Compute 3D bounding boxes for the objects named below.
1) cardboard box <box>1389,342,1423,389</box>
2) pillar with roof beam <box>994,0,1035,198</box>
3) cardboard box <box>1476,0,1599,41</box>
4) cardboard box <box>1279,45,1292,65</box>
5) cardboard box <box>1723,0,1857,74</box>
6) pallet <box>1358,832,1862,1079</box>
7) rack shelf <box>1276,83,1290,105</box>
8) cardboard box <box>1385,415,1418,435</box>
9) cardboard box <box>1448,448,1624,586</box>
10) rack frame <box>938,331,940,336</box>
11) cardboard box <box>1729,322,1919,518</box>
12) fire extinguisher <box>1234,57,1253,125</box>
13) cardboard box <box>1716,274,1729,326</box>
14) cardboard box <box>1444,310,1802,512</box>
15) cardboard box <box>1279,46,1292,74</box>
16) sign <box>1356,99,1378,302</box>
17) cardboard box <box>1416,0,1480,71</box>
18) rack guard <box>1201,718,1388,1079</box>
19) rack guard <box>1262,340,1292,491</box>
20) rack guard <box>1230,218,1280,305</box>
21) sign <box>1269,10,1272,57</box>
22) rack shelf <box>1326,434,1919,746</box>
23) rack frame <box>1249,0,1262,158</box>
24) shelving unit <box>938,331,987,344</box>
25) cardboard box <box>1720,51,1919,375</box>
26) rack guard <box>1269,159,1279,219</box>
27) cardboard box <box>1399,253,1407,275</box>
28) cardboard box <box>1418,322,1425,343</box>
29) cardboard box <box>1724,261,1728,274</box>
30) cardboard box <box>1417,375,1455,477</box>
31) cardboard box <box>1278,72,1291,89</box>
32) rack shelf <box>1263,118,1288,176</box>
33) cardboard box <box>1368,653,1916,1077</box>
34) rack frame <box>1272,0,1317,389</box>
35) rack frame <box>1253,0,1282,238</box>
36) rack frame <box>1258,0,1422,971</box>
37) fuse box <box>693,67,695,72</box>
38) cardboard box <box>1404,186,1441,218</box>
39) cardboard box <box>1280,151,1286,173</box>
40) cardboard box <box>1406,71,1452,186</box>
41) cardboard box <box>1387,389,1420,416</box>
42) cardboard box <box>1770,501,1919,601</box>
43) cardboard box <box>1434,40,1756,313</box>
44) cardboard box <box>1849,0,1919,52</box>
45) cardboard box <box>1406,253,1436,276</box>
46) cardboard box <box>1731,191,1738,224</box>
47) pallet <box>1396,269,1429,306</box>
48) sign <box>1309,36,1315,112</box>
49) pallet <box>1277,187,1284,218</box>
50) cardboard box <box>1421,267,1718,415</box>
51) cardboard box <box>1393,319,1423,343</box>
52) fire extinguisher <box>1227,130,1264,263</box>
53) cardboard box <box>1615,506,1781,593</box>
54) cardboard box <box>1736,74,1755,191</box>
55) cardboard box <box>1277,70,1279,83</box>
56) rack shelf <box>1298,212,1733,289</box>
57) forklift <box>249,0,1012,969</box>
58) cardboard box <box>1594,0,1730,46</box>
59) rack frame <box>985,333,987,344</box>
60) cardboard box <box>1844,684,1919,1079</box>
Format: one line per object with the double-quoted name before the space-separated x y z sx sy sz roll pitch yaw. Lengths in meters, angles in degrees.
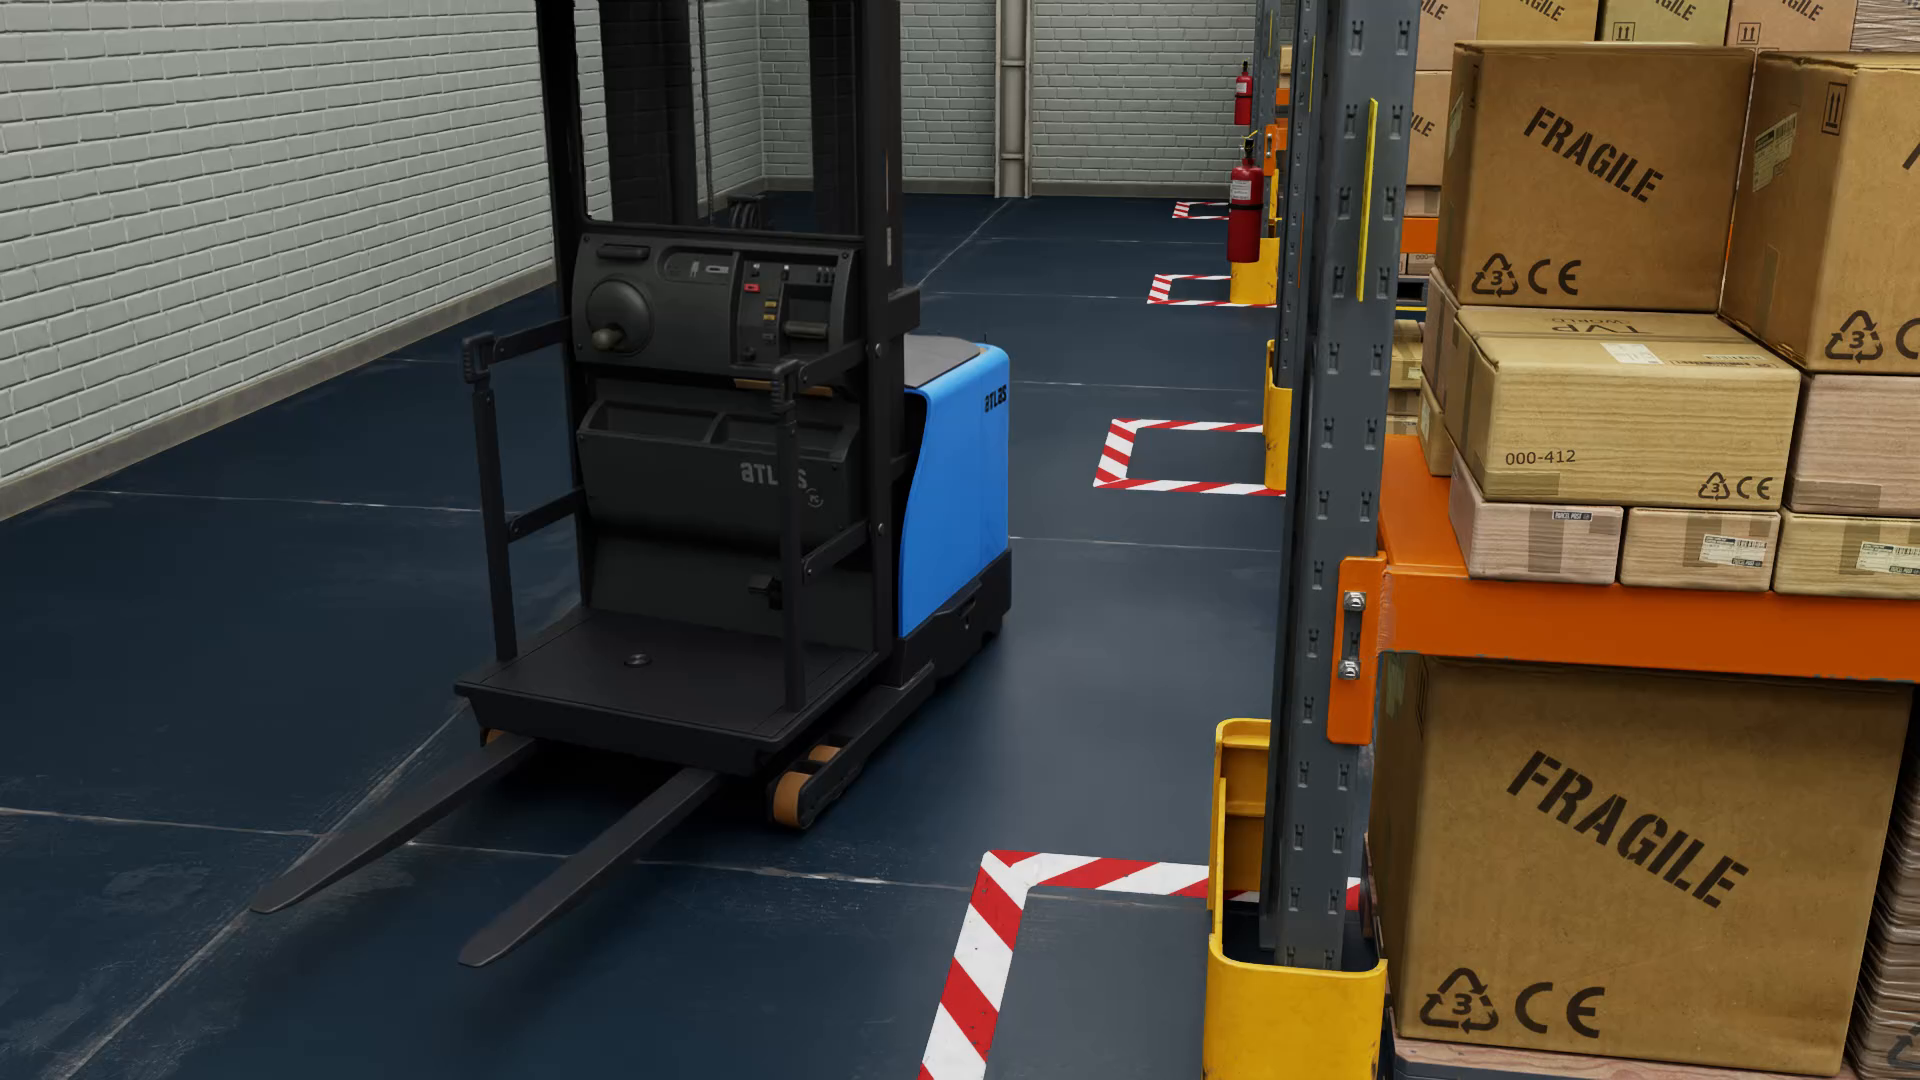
"cardboard box" 2.124 -0.839 7.976 0.250 0.149 0.380 2 19 6
"pillar with roof beam" -0.072 -6.868 13.646 0.400 9.000 9.100 3 19 9
"cardboard box" 2.561 -2.376 7.473 0.500 0.500 0.500 3 19 10
"cardboard box" 3.626 -5.083 17.535 0.500 0.250 0.500 3 19 10
"cardboard box" 3.575 -2.318 7.301 0.500 0.500 0.500 2 19 7
"pallet" 1.576 1.045 3.848 1.213 0.211 1.003 3 19 9
"rack shelf" 5.104 -4.511 17.193 4.000 0.370 1.077 3 19 9
"cardboard box" 2.127 -0.563 8.088 0.250 0.149 0.380 3 19 10
"cardboard box" 1.072 -0.053 3.130 0.250 0.149 0.380 3 19 9
"rack frame" -0.108 -0.432 7.177 0.006 0.900 0.240 3 19 9
"cardboard box" 1.719 -0.230 3.032 0.500 0.250 0.500 3 19 8
"fire extinguisher" 2.911 -4.602 17.040 0.183 0.674 0.296 3 19 9
"cardboard box" 1.795 -0.396 3.528 0.500 0.250 0.500 3 19 8
"cardboard box" 1.205 -0.254 3.104 0.500 0.250 0.500 2 19 7
"cardboard box" 3.535 -4.916 17.035 0.500 0.250 0.500 3 19 9
"sign" 0.680 -0.568 2.784 0.005 0.325 0.100 3 19 9
"cardboard box" 2.062 -2.399 7.543 0.500 0.500 0.500 3 19 8
"rack guard" 0.750 0.891 3.853 0.348 0.500 1.175 3 19 9
"rack guard" 1.736 -0.653 8.466 0.348 0.500 1.175 3 19 9
"rack guard" 2.322 -2.214 13.131 0.348 0.500 1.175 3 19 9
"sign" 2.252 -3.672 12.063 0.005 0.325 0.100 3 19 9
"rack shelf" 2.749 0.149 3.266 4.000 0.370 1.077 3 19 9
"rack frame" 3.130 -4.953 17.379 0.127 3.000 1.000 3 19 9
"shelving unit" -0.008 -0.427 7.162 0.210 0.900 0.258 3 19 9
"cardboard box" 1.699 -0.585 2.910 0.500 0.500 0.500 2 19 7
"rack guard" 3.205 -3.764 17.765 0.348 0.500 1.175 3 19 9
"cardboard box" 3.013 -2.380 13.065 0.875 0.438 0.875 2 19 7
"cardboard box" 2.462 -0.994 8.439 0.250 0.149 0.380 3 19 10
"cardboard box" 5.692 -2.246 12.664 0.875 0.438 0.875 3 19 8
"cardboard box" 1.178 -0.259 3.747 0.250 0.149 0.380 3 19 10
"cardboard box" 3.411 -4.732 17.113 0.250 0.149 0.380 3 19 8
"rack shelf" 4.321 -2.956 12.544 4.000 0.370 1.077 3 19 9
"cardboard box" 1.419 0.522 3.701 0.875 0.875 0.875 3 19 9
"rack frame" 1.661 -1.842 8.081 0.127 3.000 1.000 3 19 9
"rack frame" 2.346 -3.398 12.731 0.127 3.000 1.000 3 19 9
"rack frame" 0.774 -0.293 3.452 0.127 3.000 1.000 3 19 9
"fuse box" -2.748 -3.714 15.707 0.414 1.711 0.539 3 19 9
"cardboard box" 2.186 -1.604 7.766 0.250 0.149 0.380 4 19 11
"cardboard box" 3.718 -3.908 17.528 0.637 0.503 0.797 2 19 6
"cardboard box" 2.060 -1.921 7.692 0.500 0.500 0.500 4 19 11
"cardboard box" 2.137 -0.724 8.101 0.250 0.149 0.380 4 19 11
"cardboard box" 1.579 -0.028 3.054 0.250 0.149 0.380 2 19 7
"cardboard box" 1.297 -0.777 3.483 0.500 0.500 0.500 3 19 9
"cardboard box" 4.089 -2.297 7.238 0.500 0.500 0.500 3 19 10
"cardboard box" 3.918 -2.337 12.936 0.875 0.438 0.875 3 19 10
"cardboard box" 3.477 -1.541 7.578 0.250 0.149 0.380 4 19 11
"pallet" 3.148 -2.060 13.127 1.213 0.211 1.003 3 19 9
"sign" 1.575 -2.083 7.436 0.005 0.325 0.100 3 19 9
"pallet" 3.992 -3.587 17.691 1.213 0.211 1.003 3 19 9
"cardboard box" 1.295 -0.422 3.604 0.500 0.250 0.500 3 19 8
"cardboard box" 2.223 -1.024 8.530 0.250 0.149 0.380 3 19 9
"fire extinguisher" 1.485 -1.786 8.623 0.183 0.674 0.296 3 19 9
"cardboard box" 1.326 -0.040 3.092 0.250 0.149 0.380 3 19 8
"cardboard box" 3.578 -1.850 7.479 0.500 0.500 0.500 2 19 7
"cardboard box" 3.499 -4.901 17.621 0.250 0.149 0.380 3 19 8
"rack shelf" 3.635 -1.400 7.894 4.000 0.370 1.077 3 19 9
"forklift" -0.827 -0.705 4.790 1.130 2.935 3.031 7 20 21
"cardboard box" 3.071 -2.342 7.374 0.500 0.500 0.500 2 19 7
"rack frame" 0.092 -0.422 7.146 0.006 0.900 0.240 3 19 9
"cardboard box" 2.317 0.568 3.565 0.875 0.875 0.875 3 19 9
